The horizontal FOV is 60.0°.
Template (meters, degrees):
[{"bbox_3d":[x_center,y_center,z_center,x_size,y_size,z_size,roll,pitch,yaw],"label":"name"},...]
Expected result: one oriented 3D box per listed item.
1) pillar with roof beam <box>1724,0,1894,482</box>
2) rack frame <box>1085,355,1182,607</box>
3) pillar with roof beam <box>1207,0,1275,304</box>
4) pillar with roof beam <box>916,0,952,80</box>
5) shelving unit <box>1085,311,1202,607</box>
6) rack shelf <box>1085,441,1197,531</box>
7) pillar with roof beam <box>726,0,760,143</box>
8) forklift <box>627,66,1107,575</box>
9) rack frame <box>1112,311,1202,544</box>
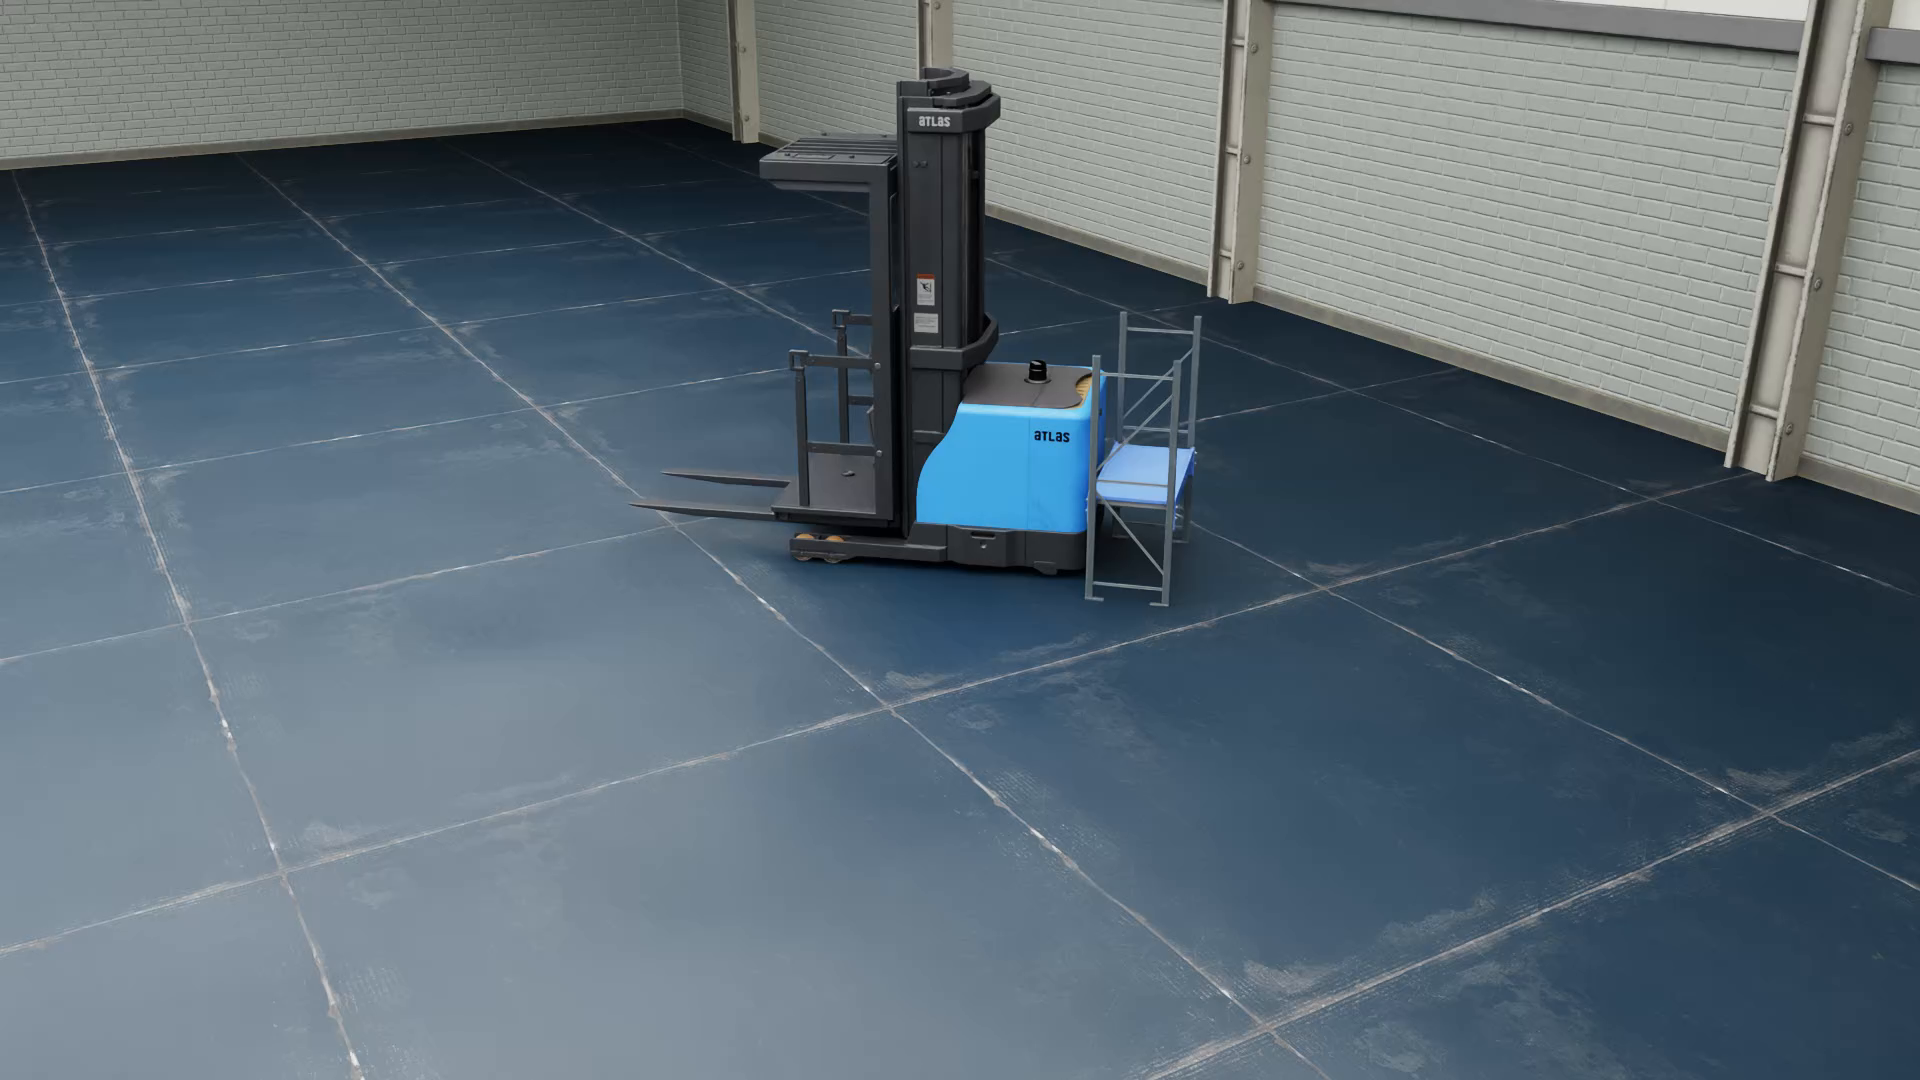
[{"bbox_3d":[2.107,-3.848,8.328,9.100,9.000,0.400,-13,25,-28],"label":"pillar with roof beam"},{"bbox_3d":[0.994,-0.325,9.619,0.500,1.500,0.032,5,23,13],"label":"rack frame"},{"bbox_3d":[-0.958,-5.791,13.107,9.100,9.000,0.400,-13,25,-28],"label":"pillar with roof beam"},{"bbox_3d":[-4.023,-7.733,17.885,9.100,9.000,0.400,-13,25,-28],"label":"pillar with roof beam"},{"bbox_3d":[1.116,-0.511,10.076,0.538,1.500,1.048,5,23,13],"label":"shelving unit"},{"bbox_3d":[1.116,-0.344,10.144,0.538,0.185,1.000,5,23,13],"label":"rack shelf"},{"bbox_3d":[-7.088,-9.675,22.664,9.100,9.000,0.400,-13,25,-28],"label":"pillar with roof beam"},{"bbox_3d":[-0.614,-1.403,10.371,3.031,2.935,1.130,4,22,10],"label":"forklift"},{"bbox_3d":[1.238,-0.696,10.533,0.500,1.500,0.032,5,23,13],"label":"rack frame"}]
